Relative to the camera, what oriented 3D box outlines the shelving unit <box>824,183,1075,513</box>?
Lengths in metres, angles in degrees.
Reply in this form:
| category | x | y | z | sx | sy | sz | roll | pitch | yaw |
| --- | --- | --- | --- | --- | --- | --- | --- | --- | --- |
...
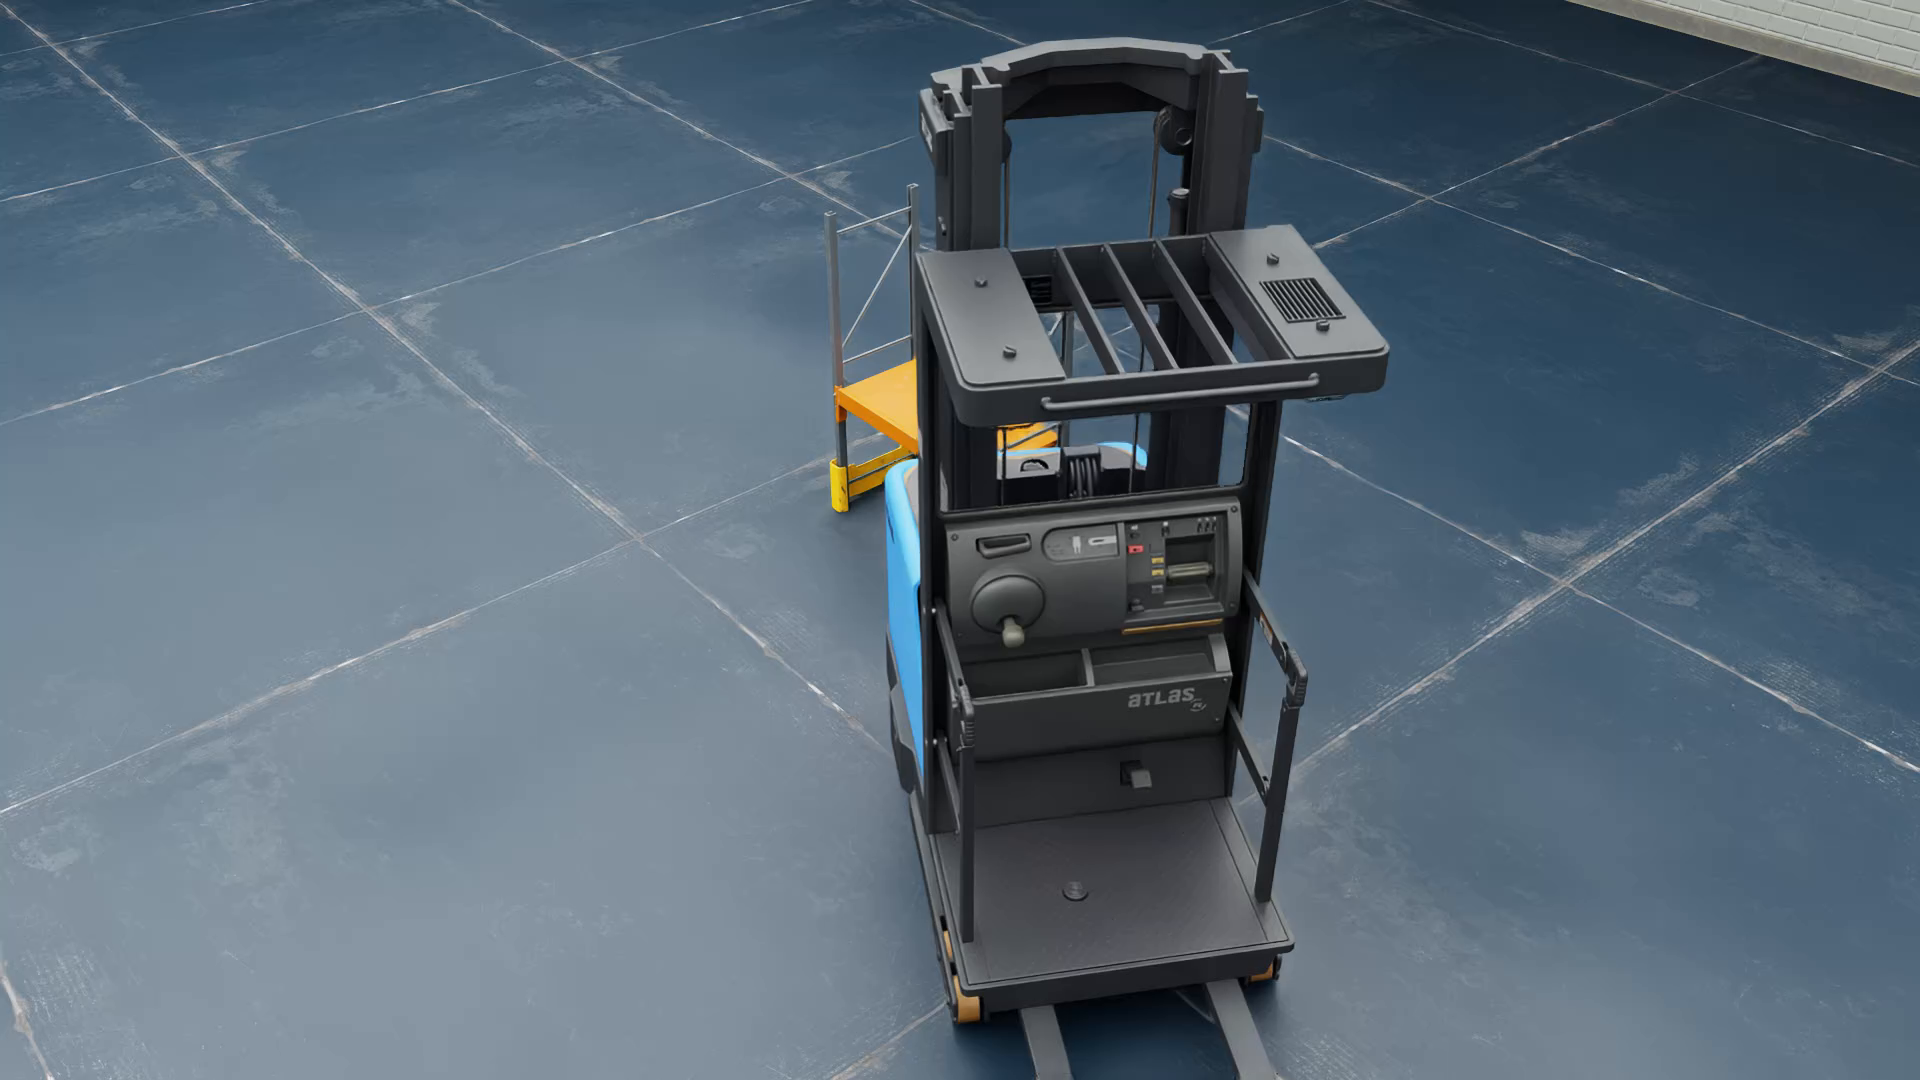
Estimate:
| category | x | y | z | sx | sy | sz | roll | pitch | yaw |
| --- | --- | --- | --- | --- | --- | --- | --- | --- | --- |
| shelving unit | -0.049 | -0.646 | 7.364 | 0.587 | 1.500 | 1.083 | -26 | 43 | -32 |

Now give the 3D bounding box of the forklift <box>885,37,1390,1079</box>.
| category | x | y | z | sx | sy | sz | roll | pitch | yaw |
| --- | --- | --- | --- | --- | --- | --- | --- | --- | --- |
| forklift | 0.460 | 0.169 | 4.976 | 1.130 | 2.935 | 3.031 | -6 | 36 | -8 |

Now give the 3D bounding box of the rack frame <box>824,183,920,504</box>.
| category | x | y | z | sx | sy | sz | roll | pitch | yaw |
| --- | --- | --- | --- | --- | --- | --- | --- | --- | --- |
| rack frame | -0.383 | -0.874 | 7.687 | 0.500 | 1.500 | 0.032 | -26 | 43 | -32 |

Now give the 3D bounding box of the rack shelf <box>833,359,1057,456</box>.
| category | x | y | z | sx | sy | sz | roll | pitch | yaw |
| --- | --- | --- | --- | --- | --- | --- | --- | --- | --- |
| rack shelf | -0.055 | -0.503 | 7.474 | 0.538 | 0.185 | 1.000 | -26 | 43 | -32 |

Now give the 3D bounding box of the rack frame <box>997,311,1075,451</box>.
| category | x | y | z | sx | sy | sz | roll | pitch | yaw |
| --- | --- | --- | --- | --- | --- | --- | --- | --- | --- |
| rack frame | 0.273 | -0.425 | 7.053 | 0.500 | 1.500 | 0.032 | -26 | 43 | -32 |

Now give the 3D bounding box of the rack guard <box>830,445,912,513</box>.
| category | x | y | z | sx | sy | sz | roll | pitch | yaw |
| --- | --- | --- | --- | --- | --- | --- | --- | --- | --- |
| rack guard | -0.371 | -0.356 | 8.036 | 0.587 | 0.250 | 0.087 | -26 | 43 | -32 |
